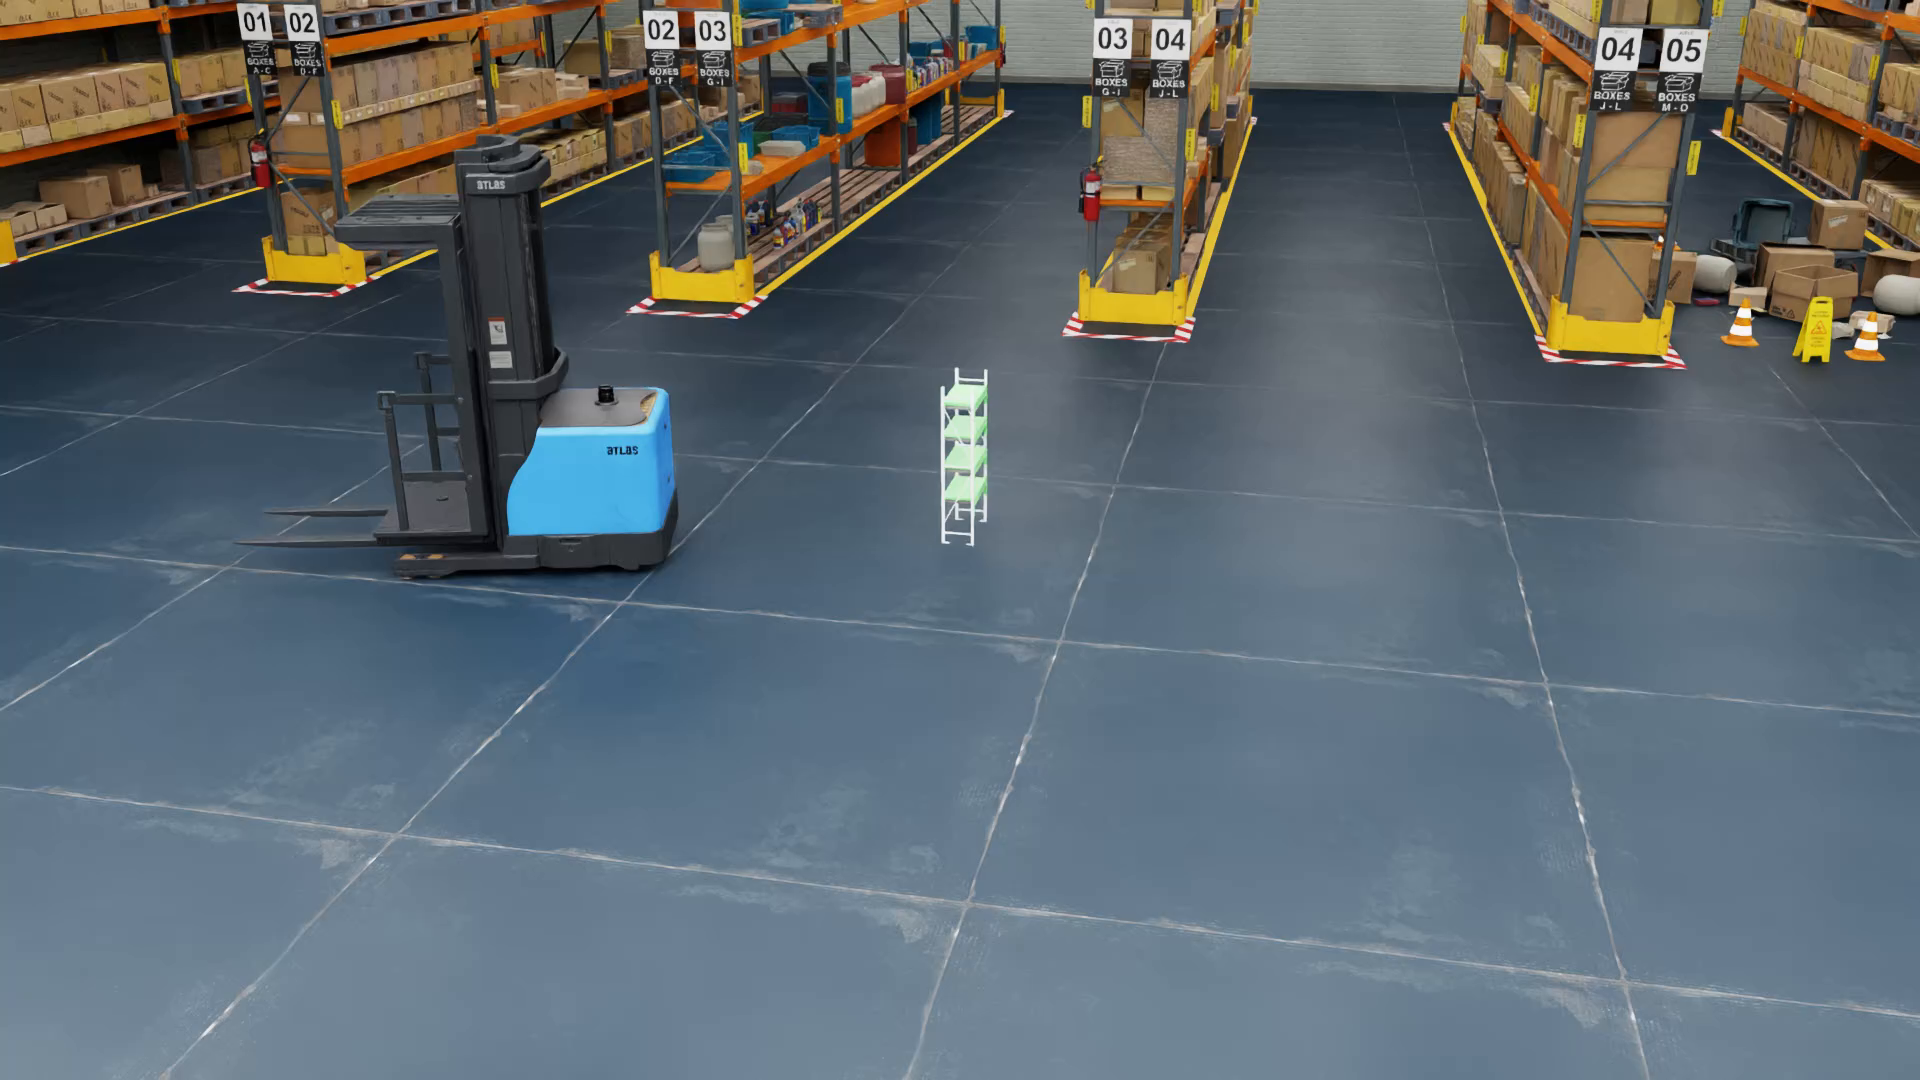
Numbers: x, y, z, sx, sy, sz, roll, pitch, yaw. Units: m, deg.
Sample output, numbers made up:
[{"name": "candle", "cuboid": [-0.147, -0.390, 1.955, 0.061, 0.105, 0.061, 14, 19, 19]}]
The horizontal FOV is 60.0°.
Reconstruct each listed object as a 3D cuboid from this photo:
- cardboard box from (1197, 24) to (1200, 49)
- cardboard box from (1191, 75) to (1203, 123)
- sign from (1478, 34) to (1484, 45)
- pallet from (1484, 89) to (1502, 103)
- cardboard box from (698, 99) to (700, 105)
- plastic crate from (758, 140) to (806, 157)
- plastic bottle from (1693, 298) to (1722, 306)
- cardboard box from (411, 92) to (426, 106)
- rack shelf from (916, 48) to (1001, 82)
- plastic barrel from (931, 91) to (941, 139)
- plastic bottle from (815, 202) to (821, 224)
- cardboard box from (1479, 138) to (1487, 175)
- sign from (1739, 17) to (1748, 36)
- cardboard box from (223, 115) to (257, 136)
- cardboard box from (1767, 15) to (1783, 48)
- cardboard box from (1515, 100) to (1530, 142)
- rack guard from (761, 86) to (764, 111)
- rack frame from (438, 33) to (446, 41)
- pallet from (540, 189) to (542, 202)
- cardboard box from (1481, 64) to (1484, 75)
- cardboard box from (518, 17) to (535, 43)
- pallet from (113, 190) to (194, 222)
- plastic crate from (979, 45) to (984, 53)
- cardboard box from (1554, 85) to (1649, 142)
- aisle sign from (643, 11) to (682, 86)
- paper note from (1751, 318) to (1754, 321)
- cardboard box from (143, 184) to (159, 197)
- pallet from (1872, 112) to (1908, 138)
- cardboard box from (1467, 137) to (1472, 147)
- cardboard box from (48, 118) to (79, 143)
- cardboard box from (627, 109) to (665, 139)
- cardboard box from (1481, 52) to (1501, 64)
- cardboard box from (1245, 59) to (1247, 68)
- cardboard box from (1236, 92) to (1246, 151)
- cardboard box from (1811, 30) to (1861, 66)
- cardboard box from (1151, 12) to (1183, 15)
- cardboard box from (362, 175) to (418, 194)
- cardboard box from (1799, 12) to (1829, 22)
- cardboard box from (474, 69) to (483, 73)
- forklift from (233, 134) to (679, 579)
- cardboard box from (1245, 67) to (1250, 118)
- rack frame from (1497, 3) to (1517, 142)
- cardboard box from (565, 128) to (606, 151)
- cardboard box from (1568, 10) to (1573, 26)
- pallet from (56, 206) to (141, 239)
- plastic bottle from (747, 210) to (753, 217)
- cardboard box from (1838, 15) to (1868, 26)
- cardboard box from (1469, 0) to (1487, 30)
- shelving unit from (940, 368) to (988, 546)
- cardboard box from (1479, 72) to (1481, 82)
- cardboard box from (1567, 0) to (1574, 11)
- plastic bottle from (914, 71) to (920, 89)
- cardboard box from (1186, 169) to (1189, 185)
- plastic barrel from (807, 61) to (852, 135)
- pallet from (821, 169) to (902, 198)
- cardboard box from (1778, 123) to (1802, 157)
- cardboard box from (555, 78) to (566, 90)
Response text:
[{"name": "cardboard box", "cuboid": [2.341, -5.478, 18.126, 0.500, 0.250, 0.500, 4, 22, 10]}, {"name": "cardboard box", "cuboid": [2.479, -5.005, 18.894, 0.500, 0.500, 0.500, 4, 22, 11]}, {"name": "sign", "cuboid": [8.641, -8.224, 27.601, 0.100, 0.325, 0.005, 4, 22, 11]}, {"name": "pallet", "cuboid": [8.722, -6.960, 25.876, 1.003, 0.211, 1.213, 4, 22, 11]}, {"name": "cardboard box", "cuboid": [-5.366, -8.417, 32.248, 0.500, 0.311, 0.500, 4, 22, 11]}, {"name": "plastic crate", "cuboid": [-2.225, -4.916, 20.897, 0.530, 0.136, 0.437, 4, 22, 11]}, {"name": "plastic bottle", "cuboid": [8.568, -2.729, 19.047, 0.283, 0.061, 0.133, -3, 22, -8]}, {"name": "cardboard box", "cuboid": [-7.148, -5.700, 21.489, 0.380, 0.149, 0.250, 5, 23, 13]}, {"name": "rack shelf", "cuboid": [-0.101, -8.975, 31.585, 1.077, 0.370, 4.000, 4, 22, 11]}, {"name": "plastic barrel", "cuboid": [-0.637, -7.601, 29.458, 0.600, 0.901, 0.708, 4, 22, 11]}, {"name": "plastic bottle", "cuboid": [-1.917, -4.394, 22.296, 0.061, 0.283, 0.133, 6, 23, 14]}, {"name": "cardboard box", "cuboid": [8.438, -6.002, 26.024, 0.500, 0.500, 0.500, 3, 22, 9]}, {"name": "sign", "cuboid": [14.315, -9.390, 30.388, 0.100, 0.325, 0.005, 4, 22, 11]}, {"name": "cardboard box", "cuboid": [-11.398, -6.602, 26.485, 0.500, 0.250, 0.500, 4, 22, 11]}, {"name": "cardboard box", "cuboid": [14.183, -8.702, 28.474, 0.500, 0.500, 0.500, 5, 22, 11]}, {"name": "cardboard box", "cuboid": [7.593, -5.486, 21.826, 0.500, 0.500, 0.500, 5, 22, 11]}, {"name": "rack guard", "cuboid": [-4.557, -9.232, 34.606, 1.175, 0.500, 0.348, 4, 22, 11]}, {"name": "rack frame", "cuboid": [-10.208, -9.332, 31.510, 1.000, 3.000, 0.127, 4, 22, 11]}, {"name": "pallet", "cuboid": [-6.878, -5.009, 24.508, 1.003, 0.211, 1.213, 4, 22, 11]}, {"name": "cardboard box", "cuboid": [8.326, -7.319, 25.888, 0.380, 0.149, 0.250, 4, 22, 10]}, {"name": "cardboard box", "cuboid": [-9.486, -10.747, 34.621, 0.980, 0.700, 0.700, 5, 23, 13]}, {"name": "pallet", "cuboid": [-11.943, -4.865, 24.150, 1.003, 0.211, 1.213, 4, 22, 11]}, {"name": "plastic crate", "cuboid": [0.244, -9.528, 32.270, 0.396, 0.136, 0.243, 4, 22, 11]}, {"name": "cardboard box", "cuboid": [7.089, -4.705, 18.375, 0.875, 0.550, 0.500, 4, 22, 11]}, {"name": "aisle sign", "cuboid": [-3.264, -5.390, 18.243, 0.394, 0.787, 0.004, 4, 22, 11]}, {"name": "paper note", "cuboid": [8.699, -2.446, 18.389, 0.144, 0.017, 0.142, 13, 25, 29]}, {"name": "cardboard box", "cuboid": [-11.920, -5.098, 24.201, 0.380, 0.166, 0.250, 2, 22, 4]}, {"name": "pallet", "cuboid": [13.183, -5.623, 22.558, 1.213, 0.211, 1.003, 4, 22, 11]}, {"name": "cardboard box", "cuboid": [8.921, -6.826, 28.541, 0.380, 0.149, 0.250, 5, 22, 12]}, {"name": "cardboard box", "cuboid": [-12.045, -5.414, 21.956, 0.500, 0.250, 0.500, 4, 22, 10]}, {"name": "cardboard box", "cuboid": [-5.491, -7.248, 29.093, 0.500, 0.500, 0.500, 4, 22, 9]}, {"name": "cardboard box", "cuboid": [8.381, -7.557, 26.079, 0.380, 0.149, 0.250, 5, 23, 13]}, {"name": "cardboard box", "cuboid": [4.989, -8.640, 30.127, 0.380, 0.149, 0.250, 5, 22, 12]}, {"name": "cardboard box", "cuboid": [4.228, -7.173, 28.431, 1.225, 0.875, 0.875, 5, 22, 11]}, {"name": "cardboard box", "cuboid": [13.593, -7.627, 25.804, 0.500, 0.500, 0.500, 4, 22, 11]}, {"name": "cardboard box", "cuboid": [2.252, -5.590, 17.870, 0.380, 0.149, 0.250, 4, 22, 10]}, {"name": "cardboard box", "cuboid": [-7.290, -4.380, 21.330, 0.500, 0.500, 0.500, 4, 22, 11]}, {"name": "cardboard box", "cuboid": [14.013, -8.570, 27.278, 0.380, 0.149, 0.250, 4, 22, 11]}, {"name": "cardboard box", "cuboid": [-9.864, -9.465, 33.755, 0.380, 0.149, 0.250, 5, 22, 11]}, {"name": "forklift", "cuboid": [-3.625, -1.288, 11.628, 3.031, 2.935, 1.130, -1, 22, -3]}, {"name": "cardboard box", "cuboid": [5.103, -8.631, 32.052, 0.875, 0.875, 0.875, 4, 22, 11]}, {"name": "rack frame", "cuboid": [8.358, -6.321, 24.034, 1.000, 3.000, 0.127, 4, 22, 11]}, {"name": "cardboard box", "cuboid": [-6.040, -6.462, 26.752, 0.500, 0.311, 0.500, 5, 22, 12]}, {"name": "cardboard box", "cuboid": [6.773, -5.617, 17.910, 0.380, 0.149, 0.250, 5, 22, 12]}, {"name": "pallet", "cuboid": [-12.190, -4.417, 23.039, 1.003, 0.211, 1.213, 4, 22, 11]}, {"name": "plastic bottle", "cuboid": [-2.745, -4.200, 21.831, 0.097, 0.271, 0.097, 0, 22, 0]}, {"name": "cardboard box", "cuboid": [14.359, -8.351, 26.732, 0.380, 0.149, 0.250, 4, 22, 10]}, {"name": "cardboard box", "cuboid": [9.414, -9.378, 29.753, 0.500, 0.500, 0.500, 4, 22, 10]}, {"name": "shelving unit", "cuboid": [0.034, -0.617, 12.280, 0.258, 1.200, 0.503, 4, 22, 11]}, {"name": "cardboard box", "cuboid": [8.382, -7.276, 26.178, 0.380, 0.149, 0.250, 4, 22, 10]}, {"name": "cardboard box", "cuboid": [6.861, -5.848, 17.950, 0.500, 0.250, 0.500, 5, 22, 11]}, {"name": "plastic bottle", "cuboid": [-0.702, -7.531, 27.209, 0.097, 0.271, 0.097, 0, 22, 0]}, {"name": "cardboard box", "cuboid": [2.406, -4.144, 18.965, 0.380, 0.149, 0.250, 4, 22, 11]}, {"name": "plastic barrel", "cuboid": [-1.767, -6.002, 22.570, 0.600, 0.901, 0.708, 4, 22, 11]}, {"name": "pallet", "cuboid": [-1.522, -5.540, 25.827, 1.003, 0.211, 1.213, 4, 22, 11]}, {"name": "cardboard box", "cuboid": [14.274, -6.672, 27.772, 0.875, 0.438, 0.875, 4, 22, 10]}, {"name": "cardboard box", "cuboid": [-6.546, -7.139, 26.185, 0.500, 0.311, 0.500, 4, 22, 10]}]
